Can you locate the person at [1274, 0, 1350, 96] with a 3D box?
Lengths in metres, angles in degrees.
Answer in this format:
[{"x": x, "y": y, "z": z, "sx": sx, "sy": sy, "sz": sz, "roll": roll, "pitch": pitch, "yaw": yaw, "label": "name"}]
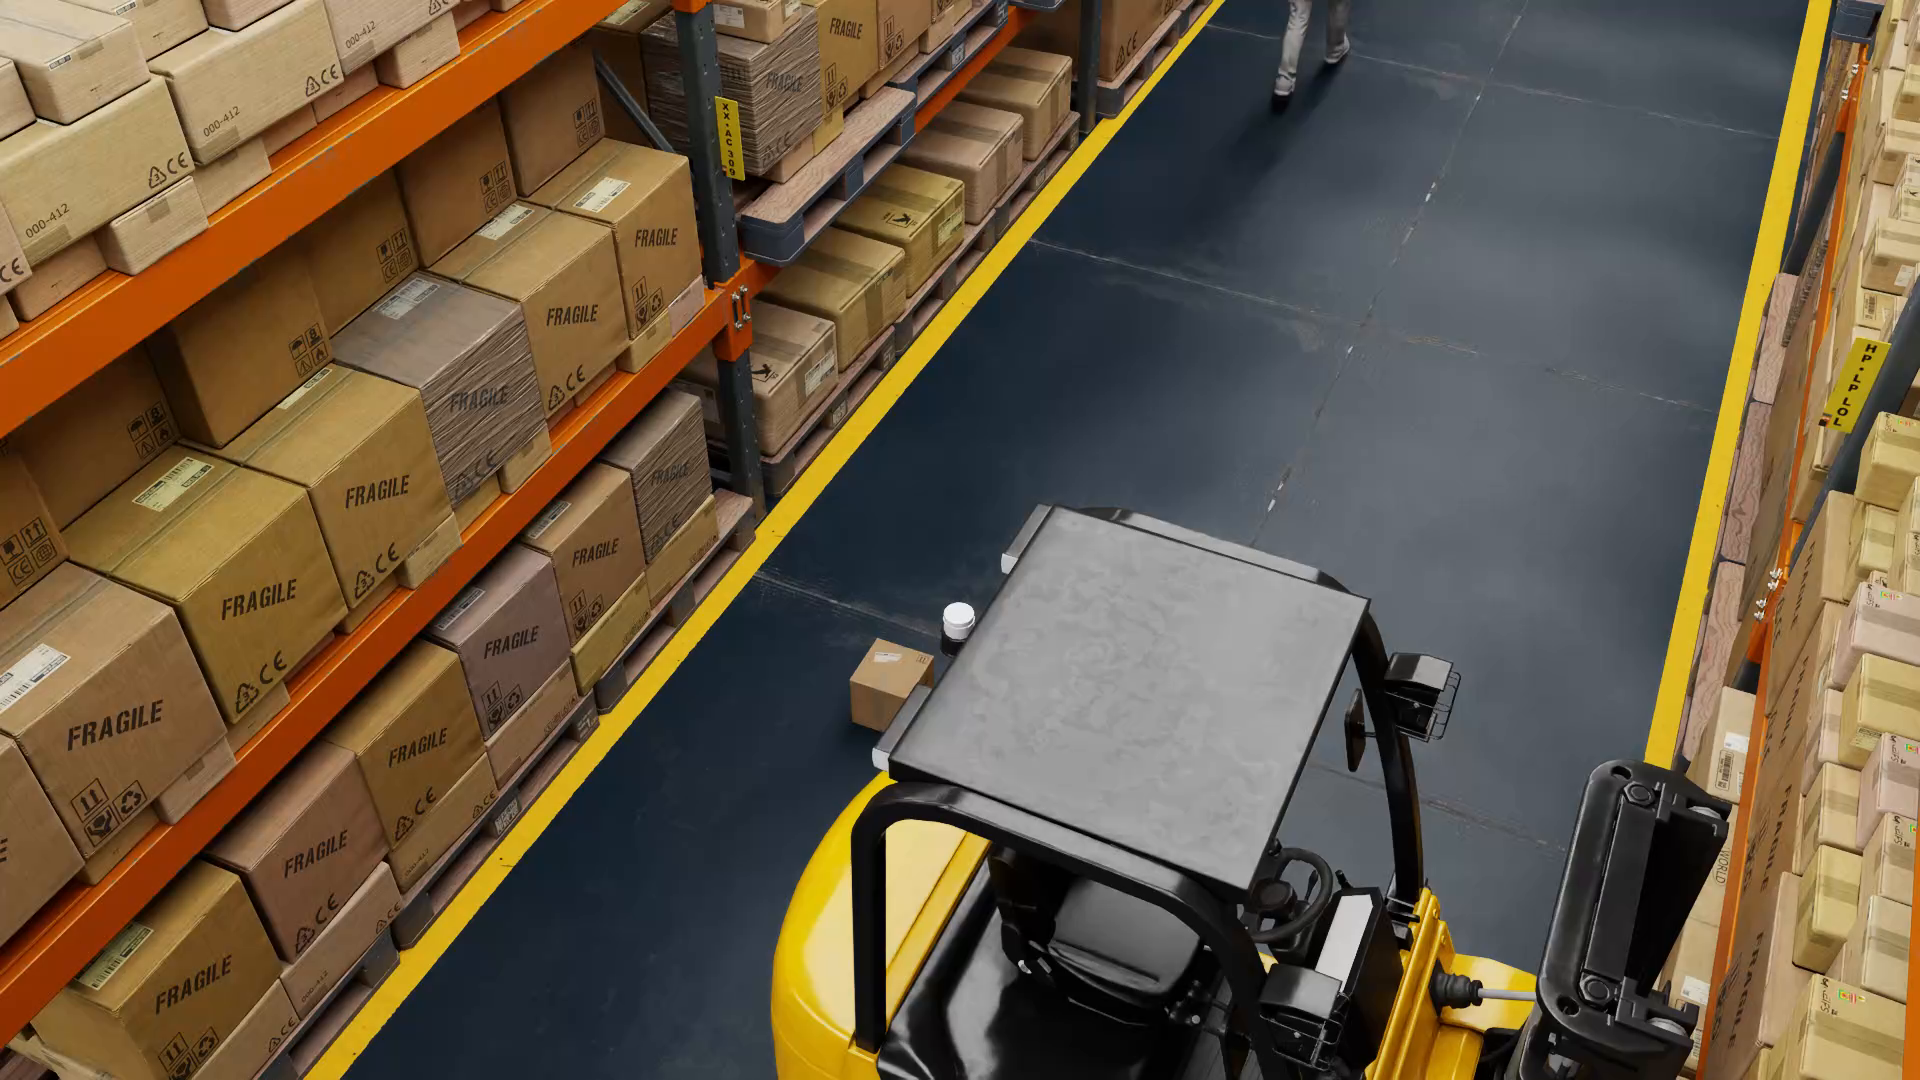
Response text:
[{"x": 2.229, "y": -3.592, "z": 10.133, "sx": 0.489, "sy": 1.638, "sz": 1.001, "roll": 16, "pitch": 45, "yaw": 17, "label": "person"}]
